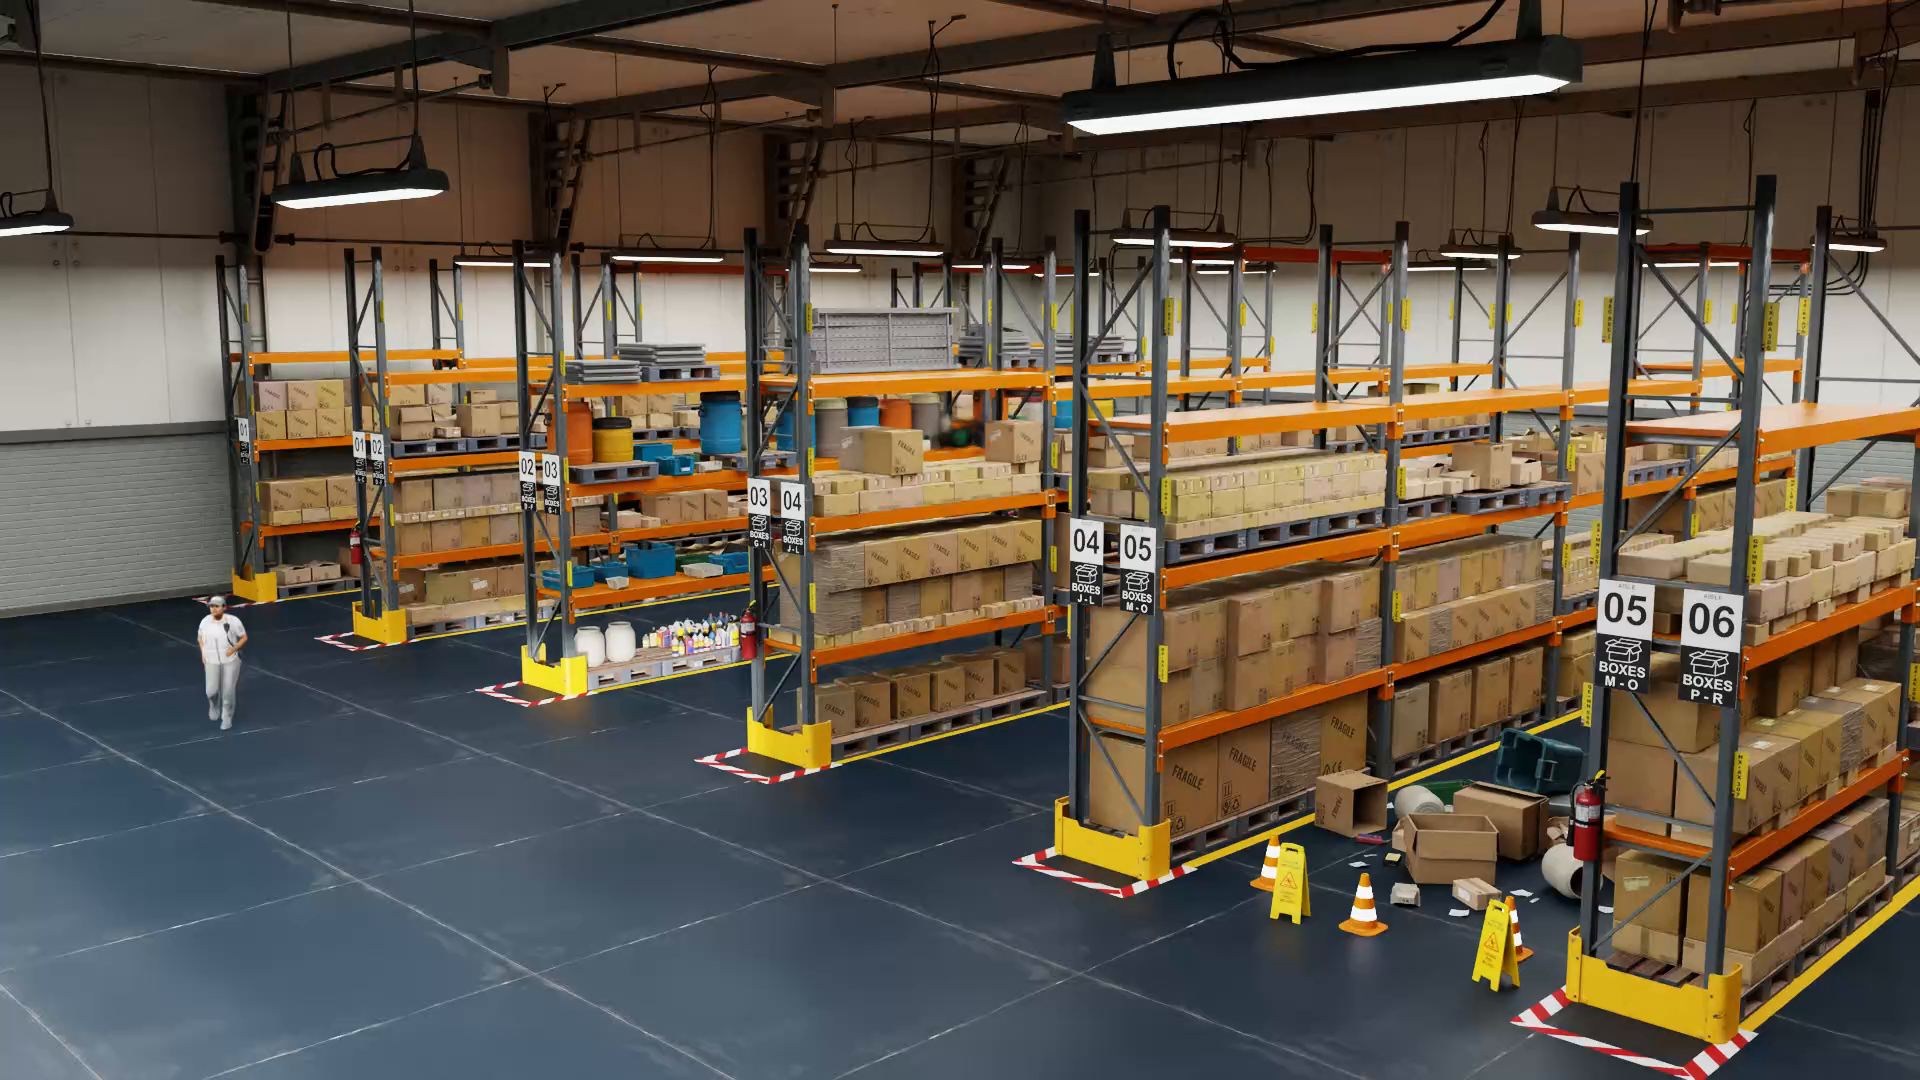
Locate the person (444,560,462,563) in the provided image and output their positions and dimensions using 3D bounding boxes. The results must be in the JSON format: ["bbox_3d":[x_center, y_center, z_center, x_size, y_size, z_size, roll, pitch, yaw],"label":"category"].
[{"bbox_3d":[-8.764,0.251,28.641,0.558,1.730,0.756,-8,11,-44],"label":"person"}]

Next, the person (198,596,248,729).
[{"bbox_3d":[-9.025,1.495,20.344,0.594,1.637,0.567,-2,8,-12],"label":"person"}]
